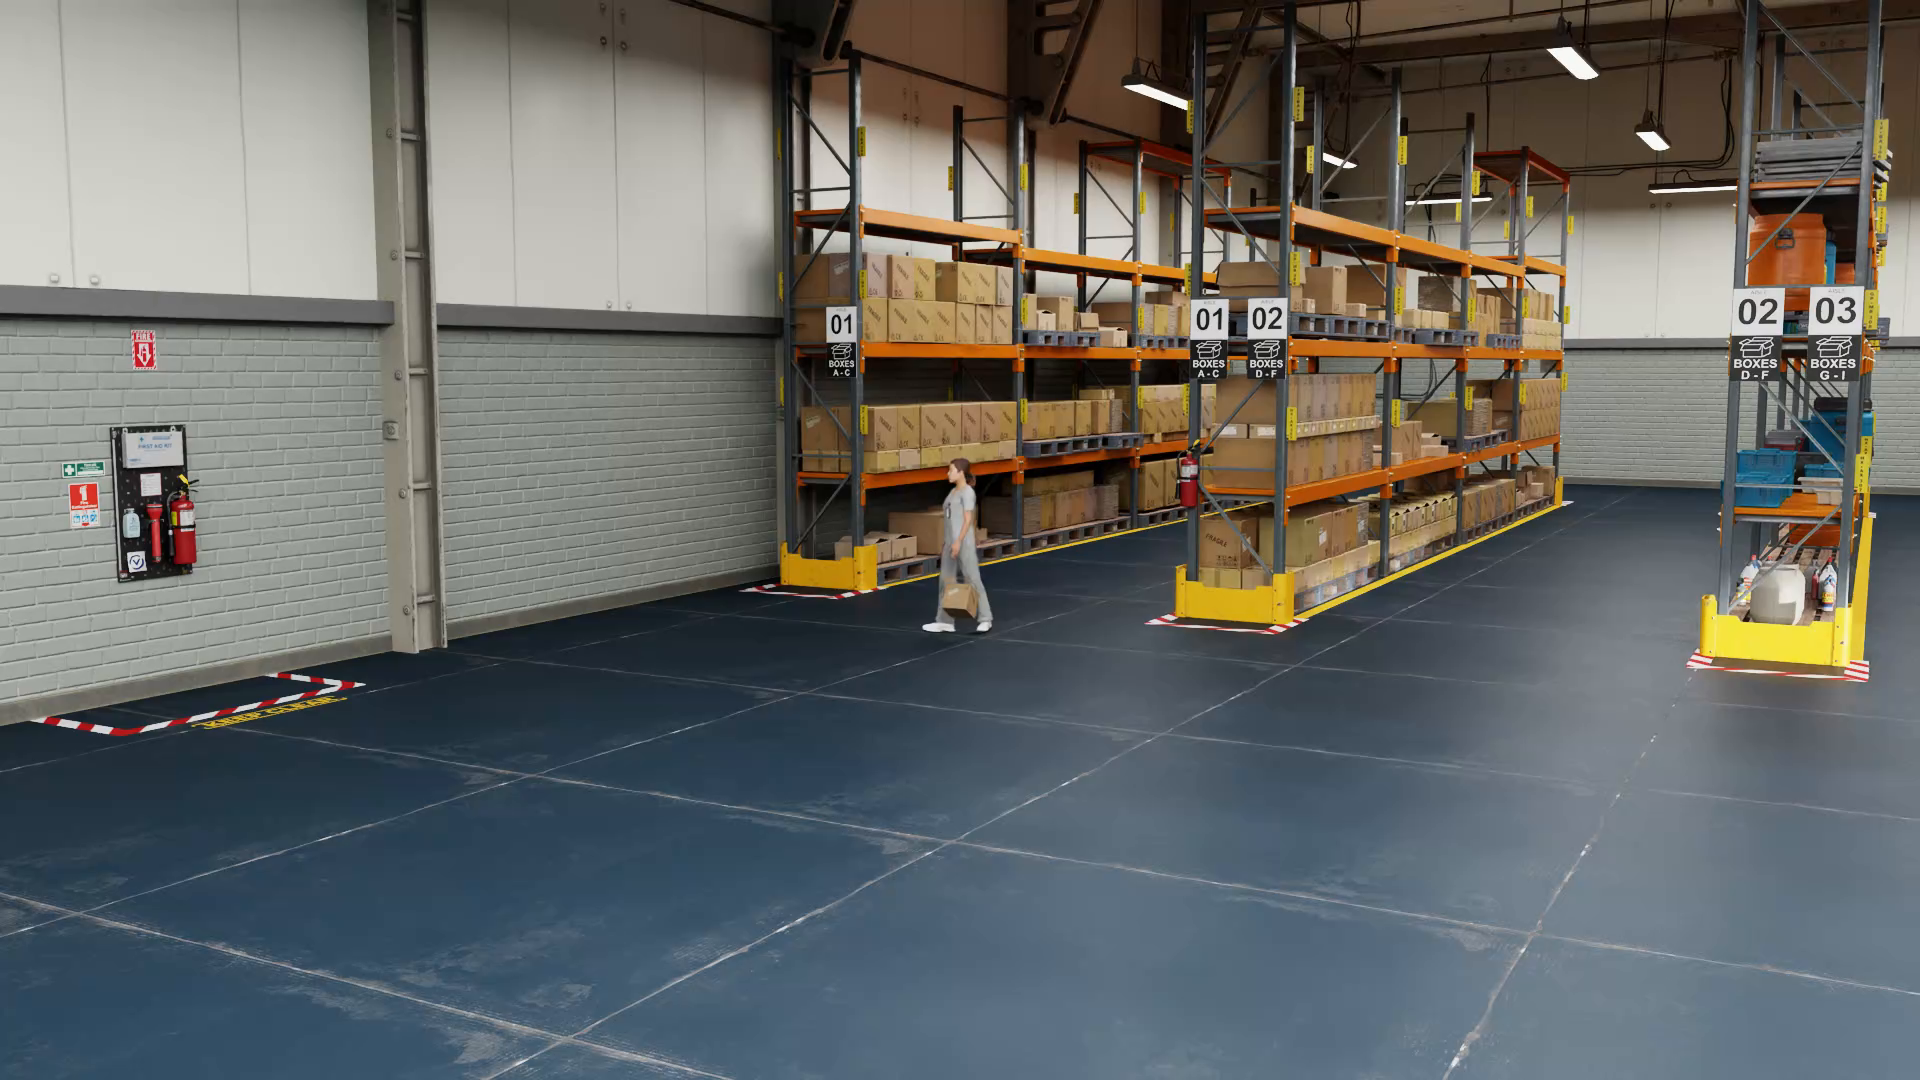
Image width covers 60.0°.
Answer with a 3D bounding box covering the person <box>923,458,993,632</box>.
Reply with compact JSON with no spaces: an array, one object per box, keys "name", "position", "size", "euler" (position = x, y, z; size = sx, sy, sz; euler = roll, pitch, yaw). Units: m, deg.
[{"name":"person","position":[-0.010,0.048,15.902],"size":[0.643,1.666,0.541],"euler":[-3,7,-25]}]
